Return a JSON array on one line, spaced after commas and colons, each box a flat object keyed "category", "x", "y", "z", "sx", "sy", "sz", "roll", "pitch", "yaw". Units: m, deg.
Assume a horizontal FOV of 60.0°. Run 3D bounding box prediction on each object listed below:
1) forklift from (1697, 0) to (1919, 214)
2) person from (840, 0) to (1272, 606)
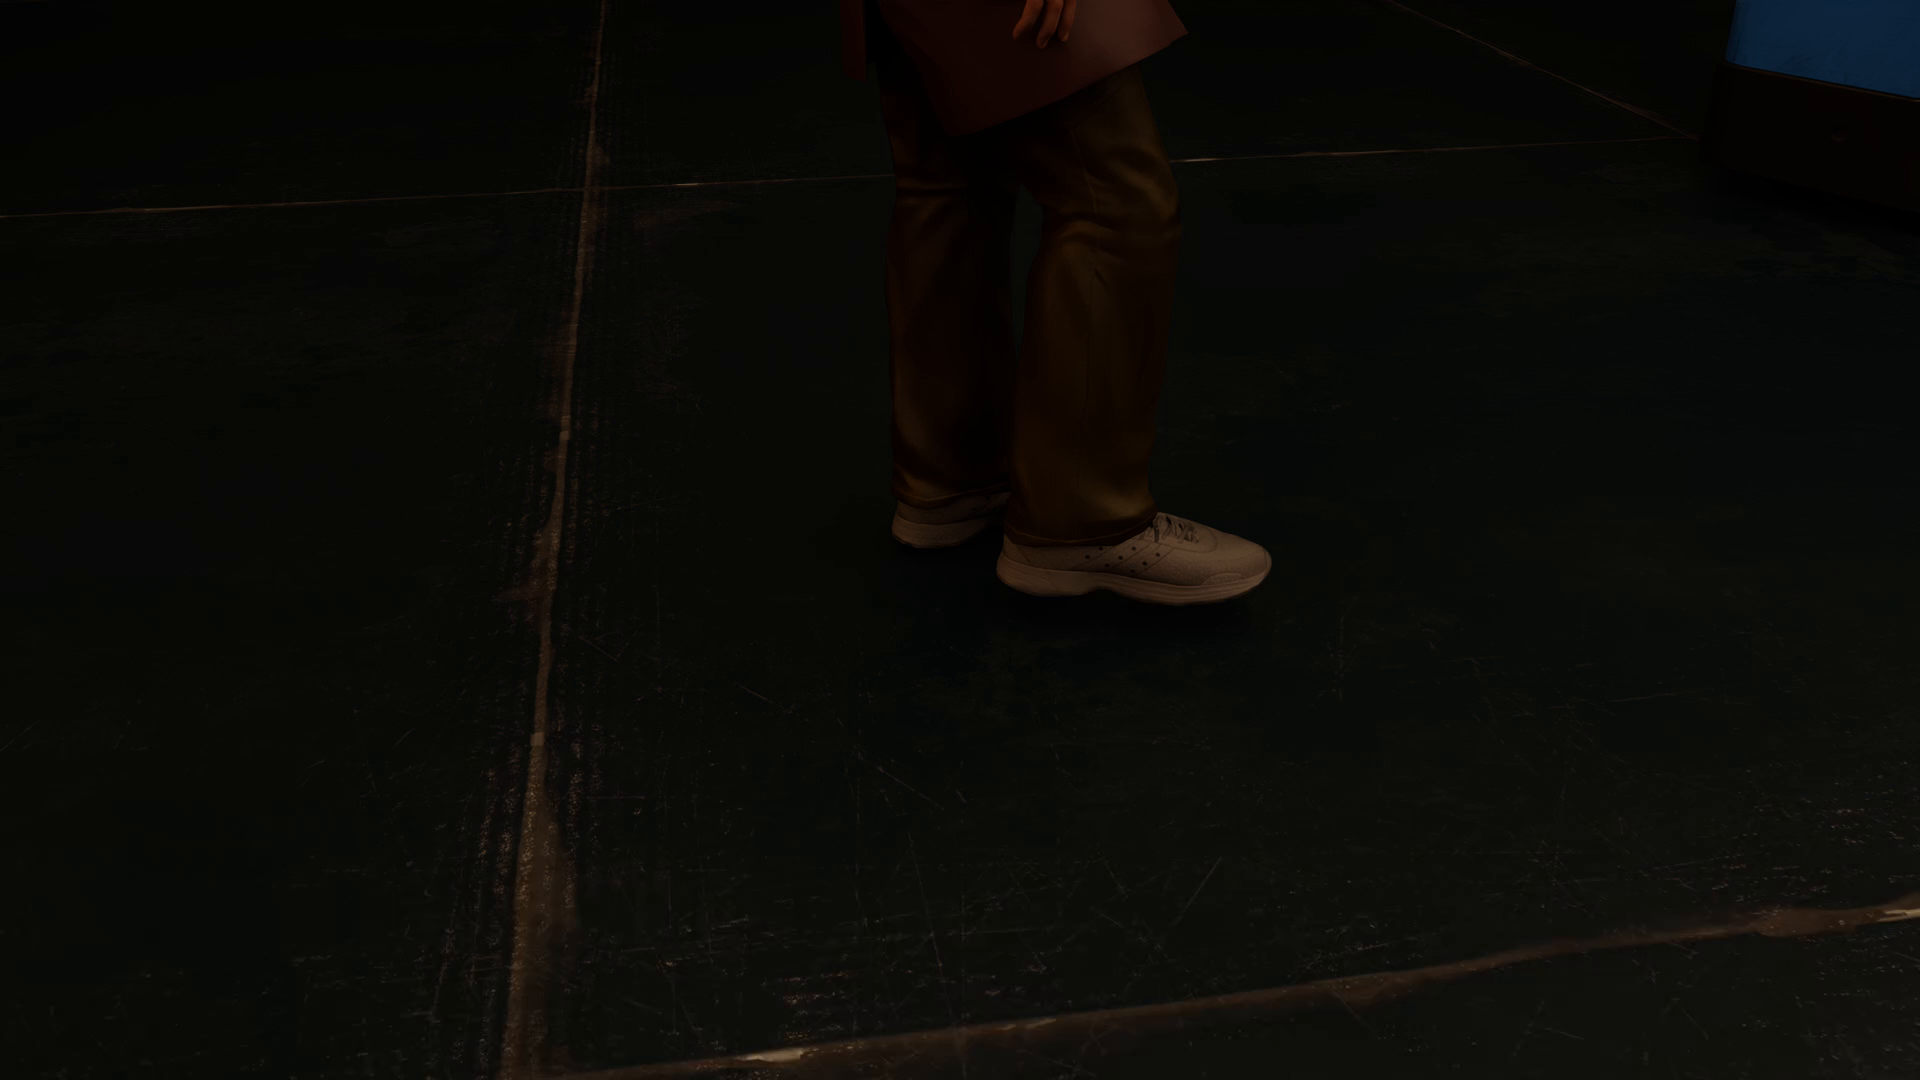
[{"category": "forklift", "x": 3.318, "y": -2.409, "z": 3.914, "sx": 3.031, "sy": 2.935, "sz": 1.130, "roll": -19, "pitch": 34, "yaw": -32}, {"category": "person", "x": 0.092, "y": -0.797, "z": 2.091, "sx": 0.580, "sy": 1.777, "sz": 0.696, "roll": -5, "pitch": 28, "yaw": -9}]
